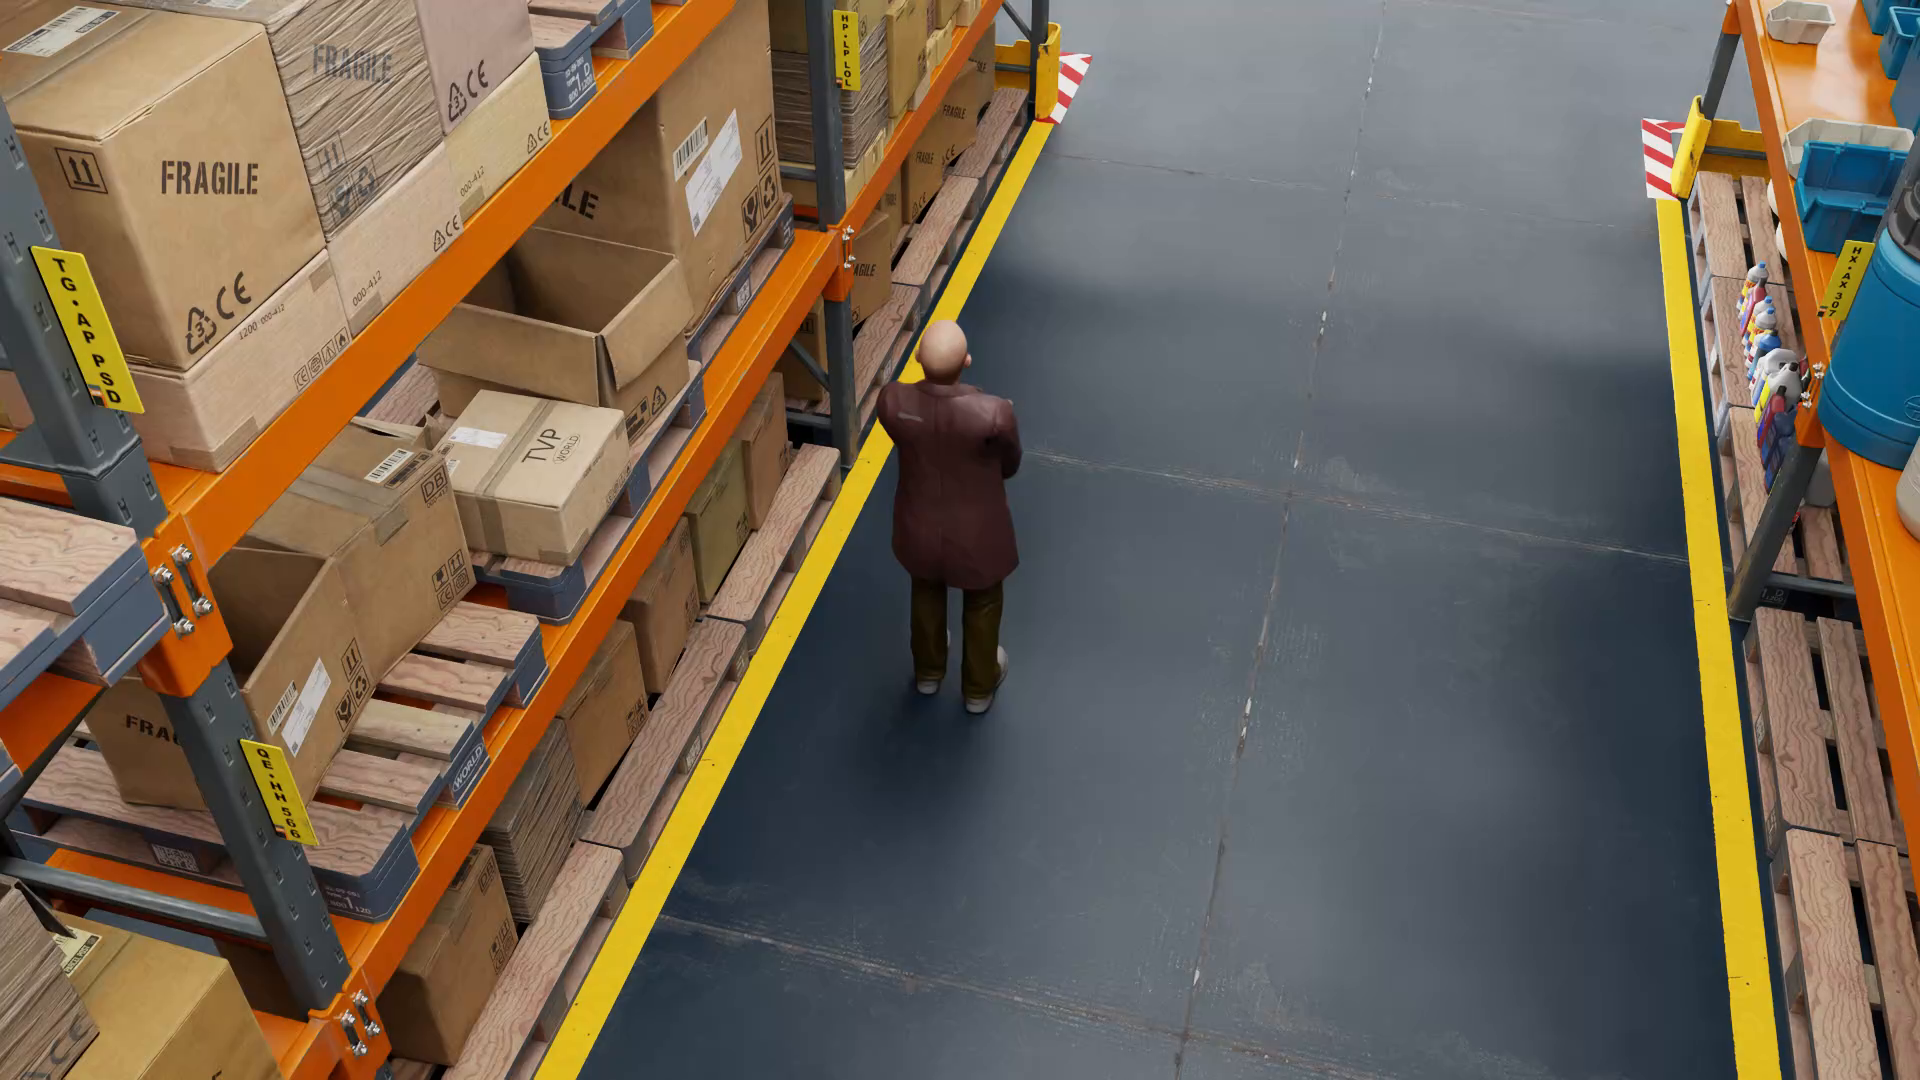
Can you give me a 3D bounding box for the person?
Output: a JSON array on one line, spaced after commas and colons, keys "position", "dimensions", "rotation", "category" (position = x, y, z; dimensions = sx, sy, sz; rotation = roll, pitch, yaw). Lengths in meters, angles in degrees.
[{"position": [-0.008, -0.148, 6.345], "dimensions": [0.526, 1.778, 0.543], "rotation": [10, 41, 11], "category": "person"}]
